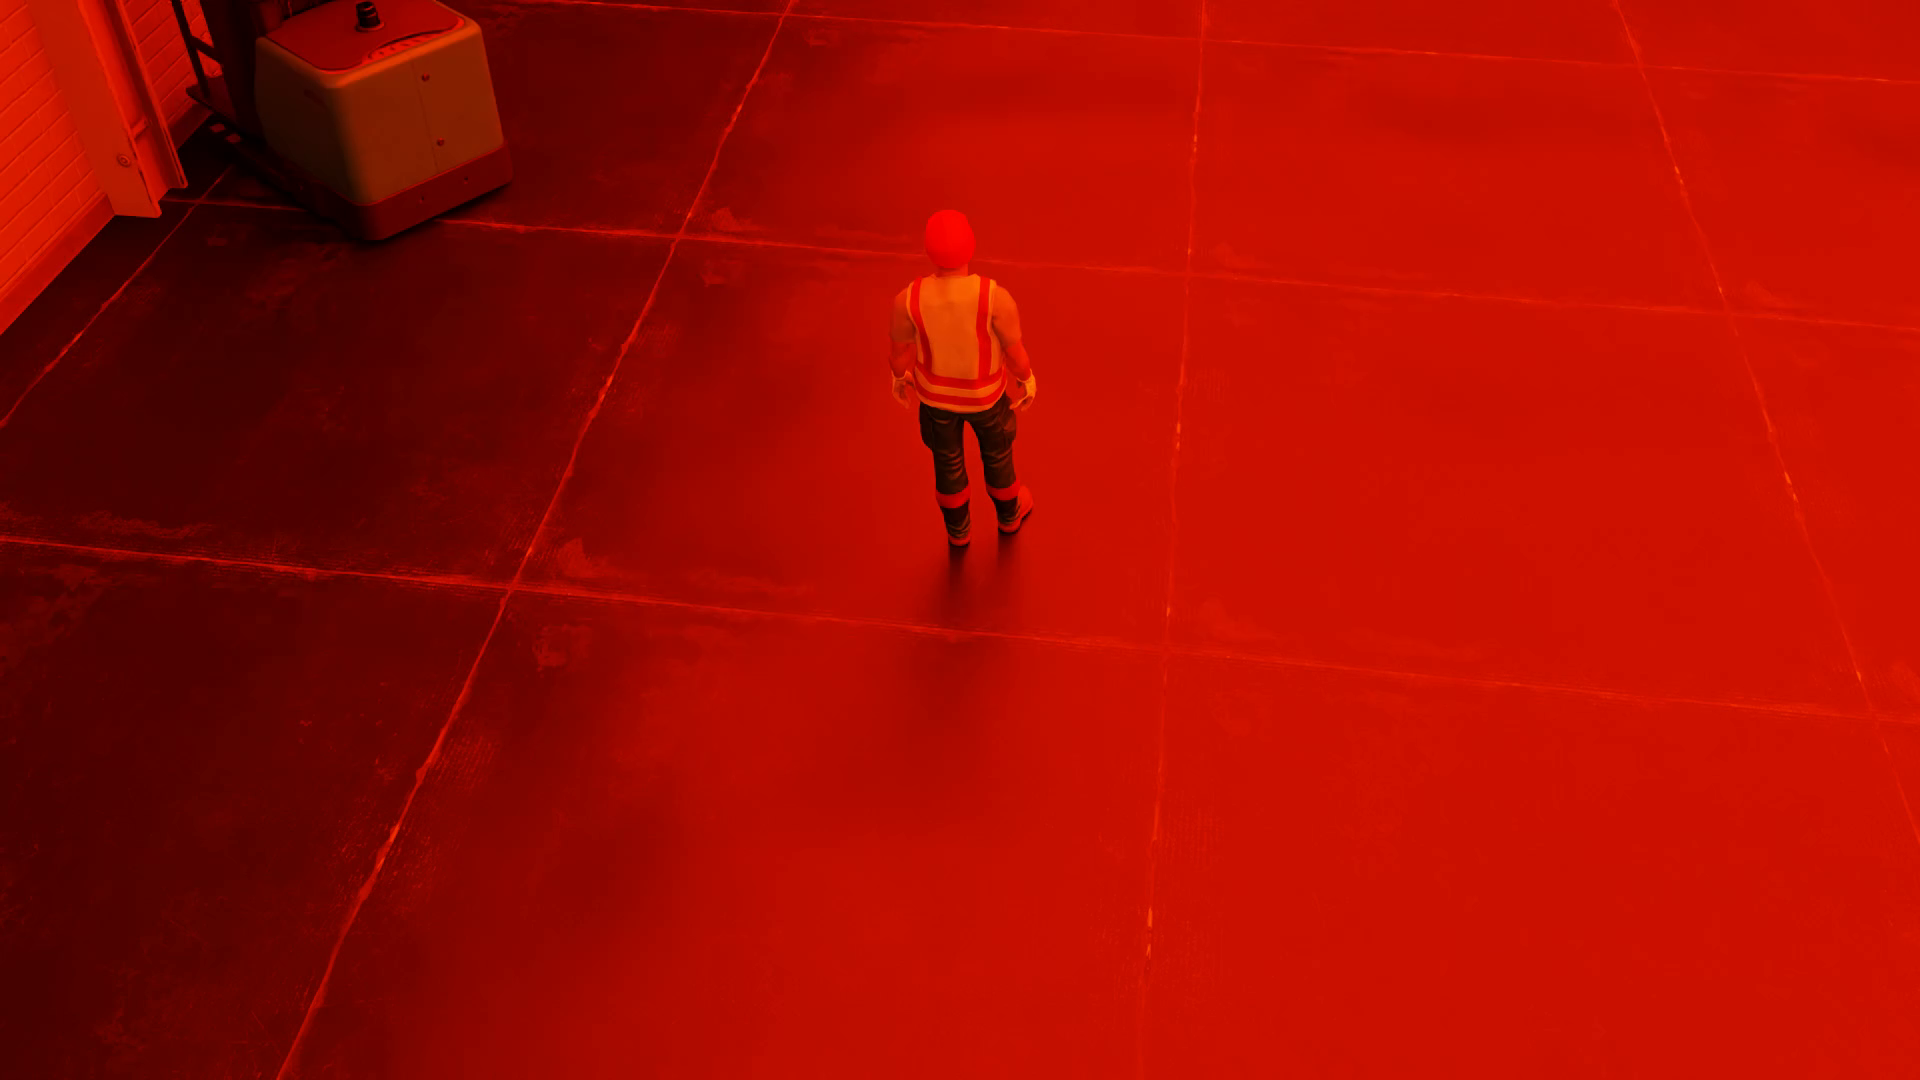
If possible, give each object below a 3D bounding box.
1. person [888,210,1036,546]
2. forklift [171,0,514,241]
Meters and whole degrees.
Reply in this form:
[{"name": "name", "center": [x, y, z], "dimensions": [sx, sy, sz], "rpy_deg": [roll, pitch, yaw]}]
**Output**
[{"name": "person", "center": [0.023, -0.717, 7.339], "dimensions": [0.637, 1.790, 0.562], "rpy_deg": [5, 43, 6]}, {"name": "forklift", "center": [-4.158, -3.697, 9.749], "dimensions": [3.031, 2.935, 1.130], "rpy_deg": [32, 52, 30]}]
